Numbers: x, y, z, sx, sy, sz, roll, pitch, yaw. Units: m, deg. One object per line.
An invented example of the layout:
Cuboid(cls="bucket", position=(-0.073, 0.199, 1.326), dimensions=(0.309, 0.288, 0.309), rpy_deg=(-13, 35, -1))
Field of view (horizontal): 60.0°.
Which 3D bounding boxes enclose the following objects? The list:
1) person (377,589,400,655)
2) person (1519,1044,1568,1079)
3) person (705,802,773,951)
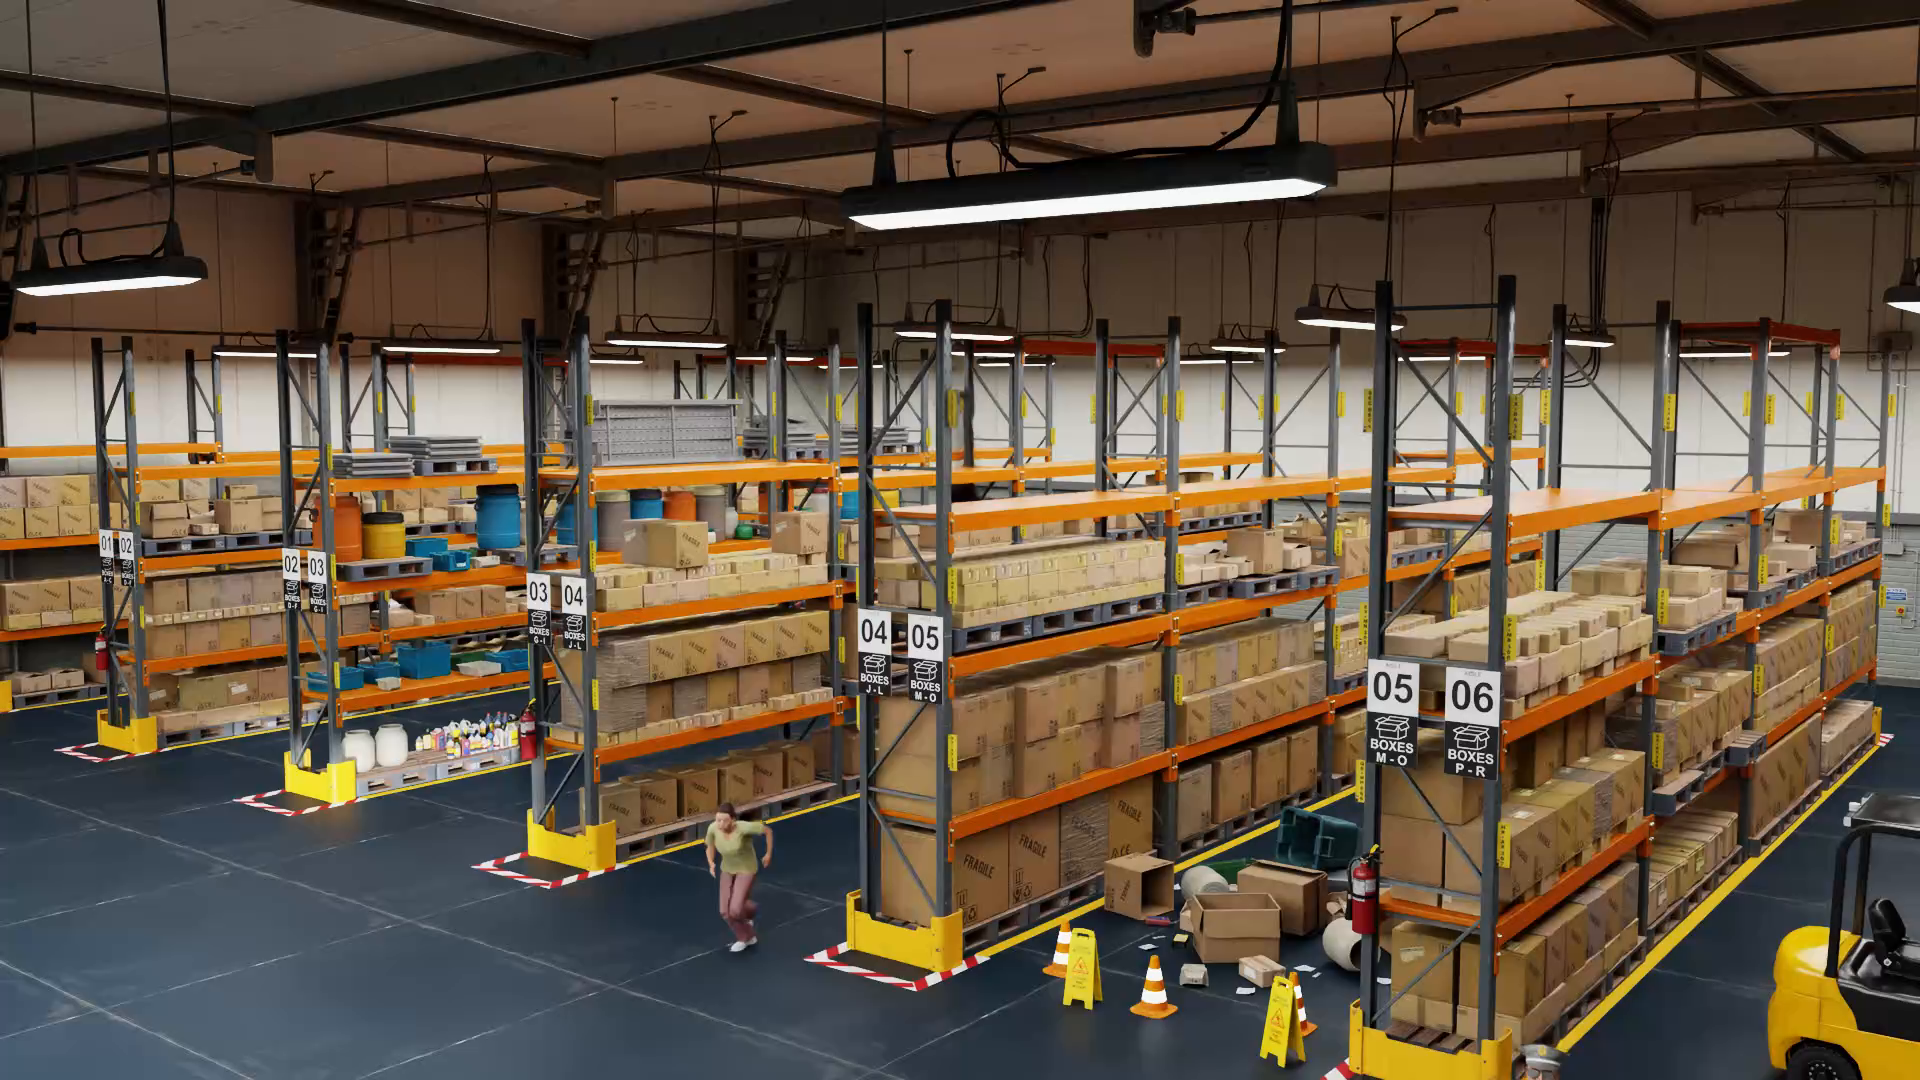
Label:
Cuboid(cls="person", position=(-10.644, 1.658, 30.961), dimensions=(0.616, 1.659, 0.531), rpy_deg=(3, 6, 32))
Cuboid(cls="person", position=(3.106, 3.533, 8.949), dimensions=(0.677, 1.742, 0.608), rpy_deg=(2, 5, 24))
Cuboid(cls="person", position=(-2.025, 3.097, 15.335), dimensions=(0.600, 1.495, 0.768), rpy_deg=(1, 5, 15))
